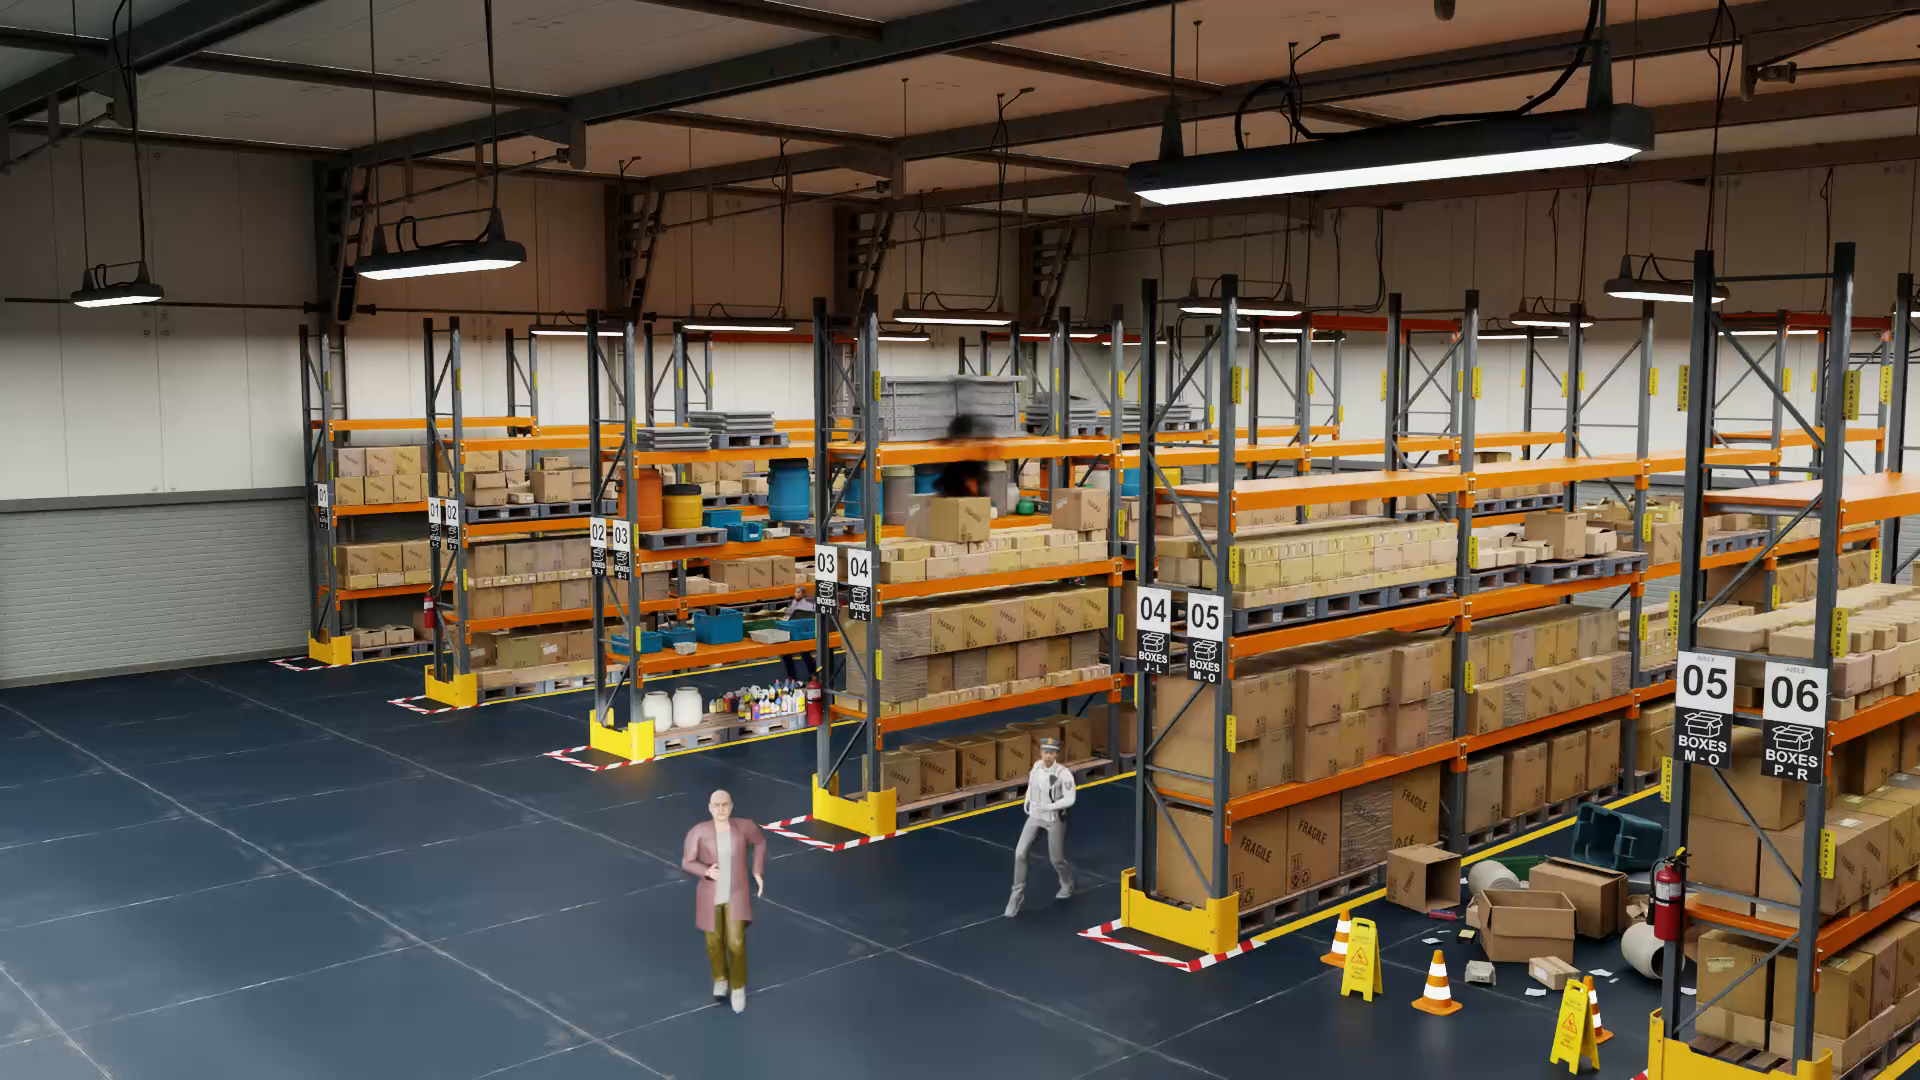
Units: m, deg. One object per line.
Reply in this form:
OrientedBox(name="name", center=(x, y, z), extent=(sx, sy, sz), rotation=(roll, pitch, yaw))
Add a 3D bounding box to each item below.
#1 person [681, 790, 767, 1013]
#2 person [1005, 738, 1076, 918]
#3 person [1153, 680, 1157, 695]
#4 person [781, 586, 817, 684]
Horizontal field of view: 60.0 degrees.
OrientedBox(name="person", center=(-1.915, 2.927, 13.508), extent=(0.674, 1.807, 0.781), rotation=(0, 6, -4))
OrientedBox(name="person", center=(0.842, 2.722, 15.972), extent=(0.614, 1.718, 0.846), rotation=(4, 7, 32))
OrientedBox(name="person", center=(2.896, 1.784, 25.139), extent=(0.586, 1.681, 0.638), rotation=(-5, 8, -42))
OrientedBox(name="person", center=(-2.648, 1.595, 27.378), extent=(0.574, 1.693, 0.716), rotation=(4, 7, 32))
